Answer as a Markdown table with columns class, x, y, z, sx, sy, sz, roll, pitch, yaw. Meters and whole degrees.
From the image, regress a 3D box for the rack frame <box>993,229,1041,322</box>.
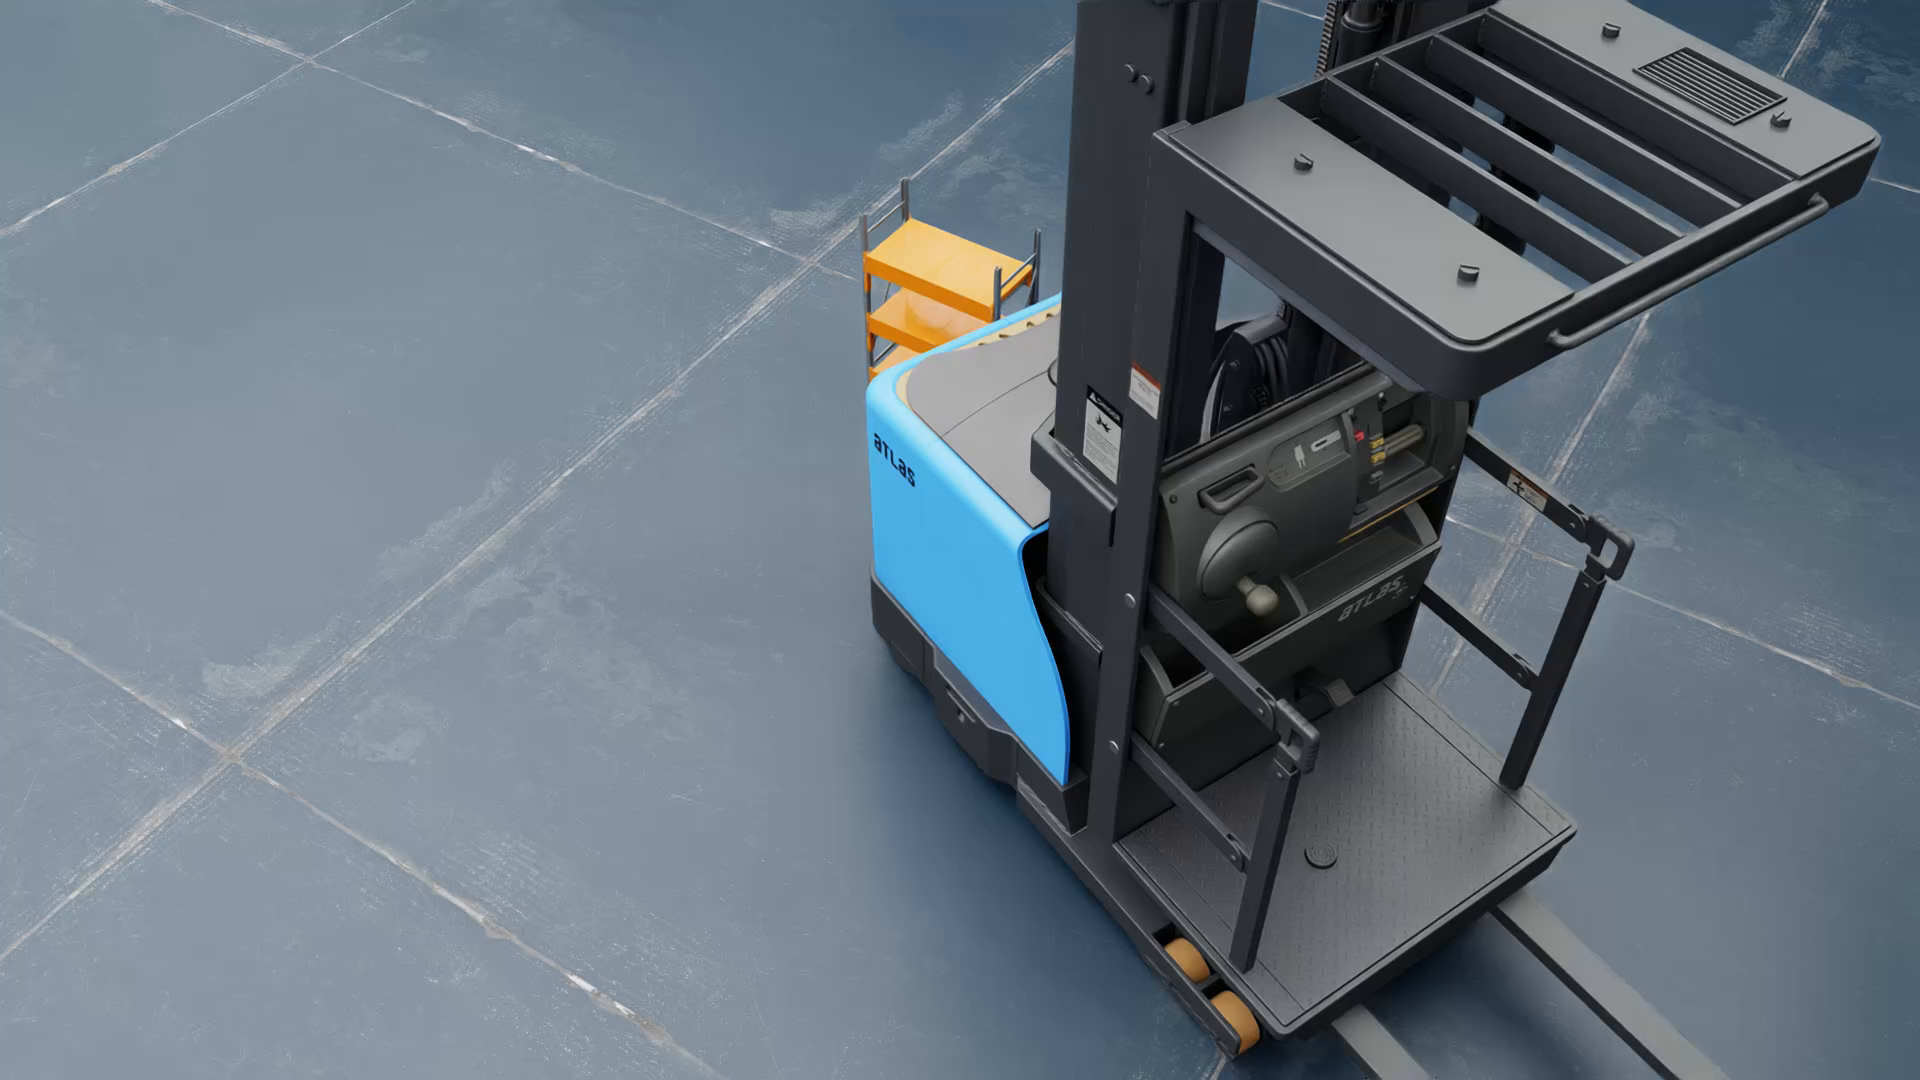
| class | x | y | z | sx | sy | sz | roll | pitch | yaw |
| --- | --- | --- | --- | --- | --- | --- | --- | --- | --- |
| rack frame | 0.171 | -0.441 | 5.342 | 0.015 | 1.200 | 0.240 | 26 | 51 | 23 |

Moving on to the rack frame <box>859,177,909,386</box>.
| class | x | y | z | sx | sy | sz | roll | pitch | yaw |
| --- | --- | --- | --- | --- | --- | --- | --- | --- | --- |
| rack frame | -0.234 | -0.636 | 5.532 | 0.015 | 1.200 | 0.240 | 26 | 51 | 23 |

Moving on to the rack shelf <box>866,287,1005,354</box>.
| class | x | y | z | sx | sy | sz | roll | pitch | yaw |
| --- | --- | --- | --- | --- | --- | --- | --- | --- | --- |
| rack shelf | -0.031 | -0.648 | 5.325 | 0.480 | 0.148 | 0.258 | 26 | 51 | 23 |

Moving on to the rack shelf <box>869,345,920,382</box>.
| class | x | y | z | sx | sy | sz | roll | pitch | yaw |
| --- | --- | --- | --- | --- | --- | --- | --- | --- | --- |
| rack shelf | -0.031 | -0.492 | 5.485 | 0.480 | 0.148 | 0.258 | 26 | 51 | 23 |

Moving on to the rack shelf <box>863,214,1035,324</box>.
| class | x | y | z | sx | sy | sz | roll | pitch | yaw |
| --- | --- | --- | --- | --- | --- | --- | --- | --- | --- |
| rack shelf | -0.031 | -0.813 | 5.155 | 0.480 | 0.148 | 0.258 | 26 | 51 | 23 |

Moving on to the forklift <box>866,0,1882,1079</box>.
| class | x | y | z | sx | sy | sz | roll | pitch | yaw |
| --- | --- | --- | --- | --- | --- | --- | --- | --- | --- |
| forklift | 0.966 | -0.057 | 3.762 | 1.130 | 2.935 | 3.031 | -26 | 51 | -23 |

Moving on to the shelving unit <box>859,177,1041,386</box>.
| class | x | y | z | sx | sy | sz | roll | pitch | yaw |
| --- | --- | --- | --- | --- | --- | --- | --- | --- | --- |
| shelving unit | -0.031 | -0.539 | 5.437 | 0.503 | 1.200 | 0.258 | 26 | 51 | 23 |
